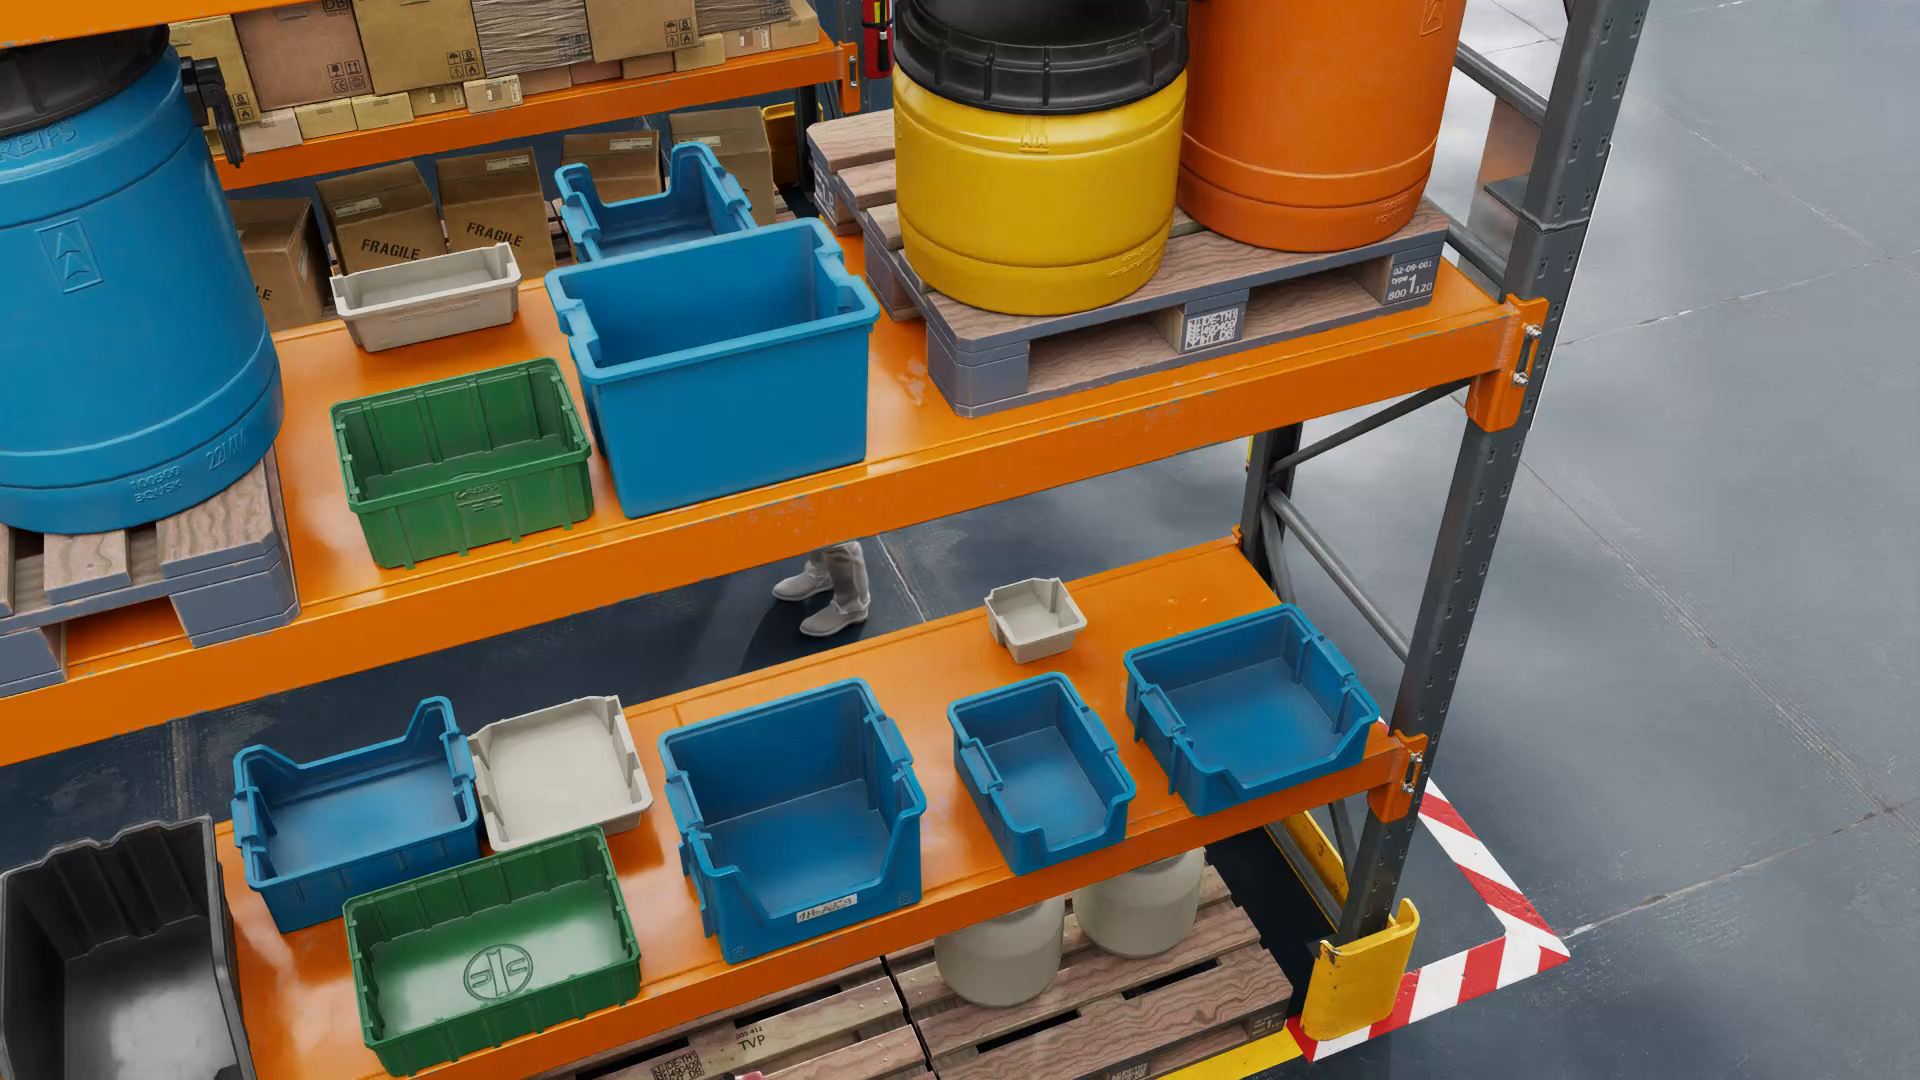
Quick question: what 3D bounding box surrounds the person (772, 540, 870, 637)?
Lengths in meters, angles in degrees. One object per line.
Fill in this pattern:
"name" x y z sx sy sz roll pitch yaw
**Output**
"person" -0.630 -0.361 6.551 0.575 1.761 0.505 -16 44 -17
